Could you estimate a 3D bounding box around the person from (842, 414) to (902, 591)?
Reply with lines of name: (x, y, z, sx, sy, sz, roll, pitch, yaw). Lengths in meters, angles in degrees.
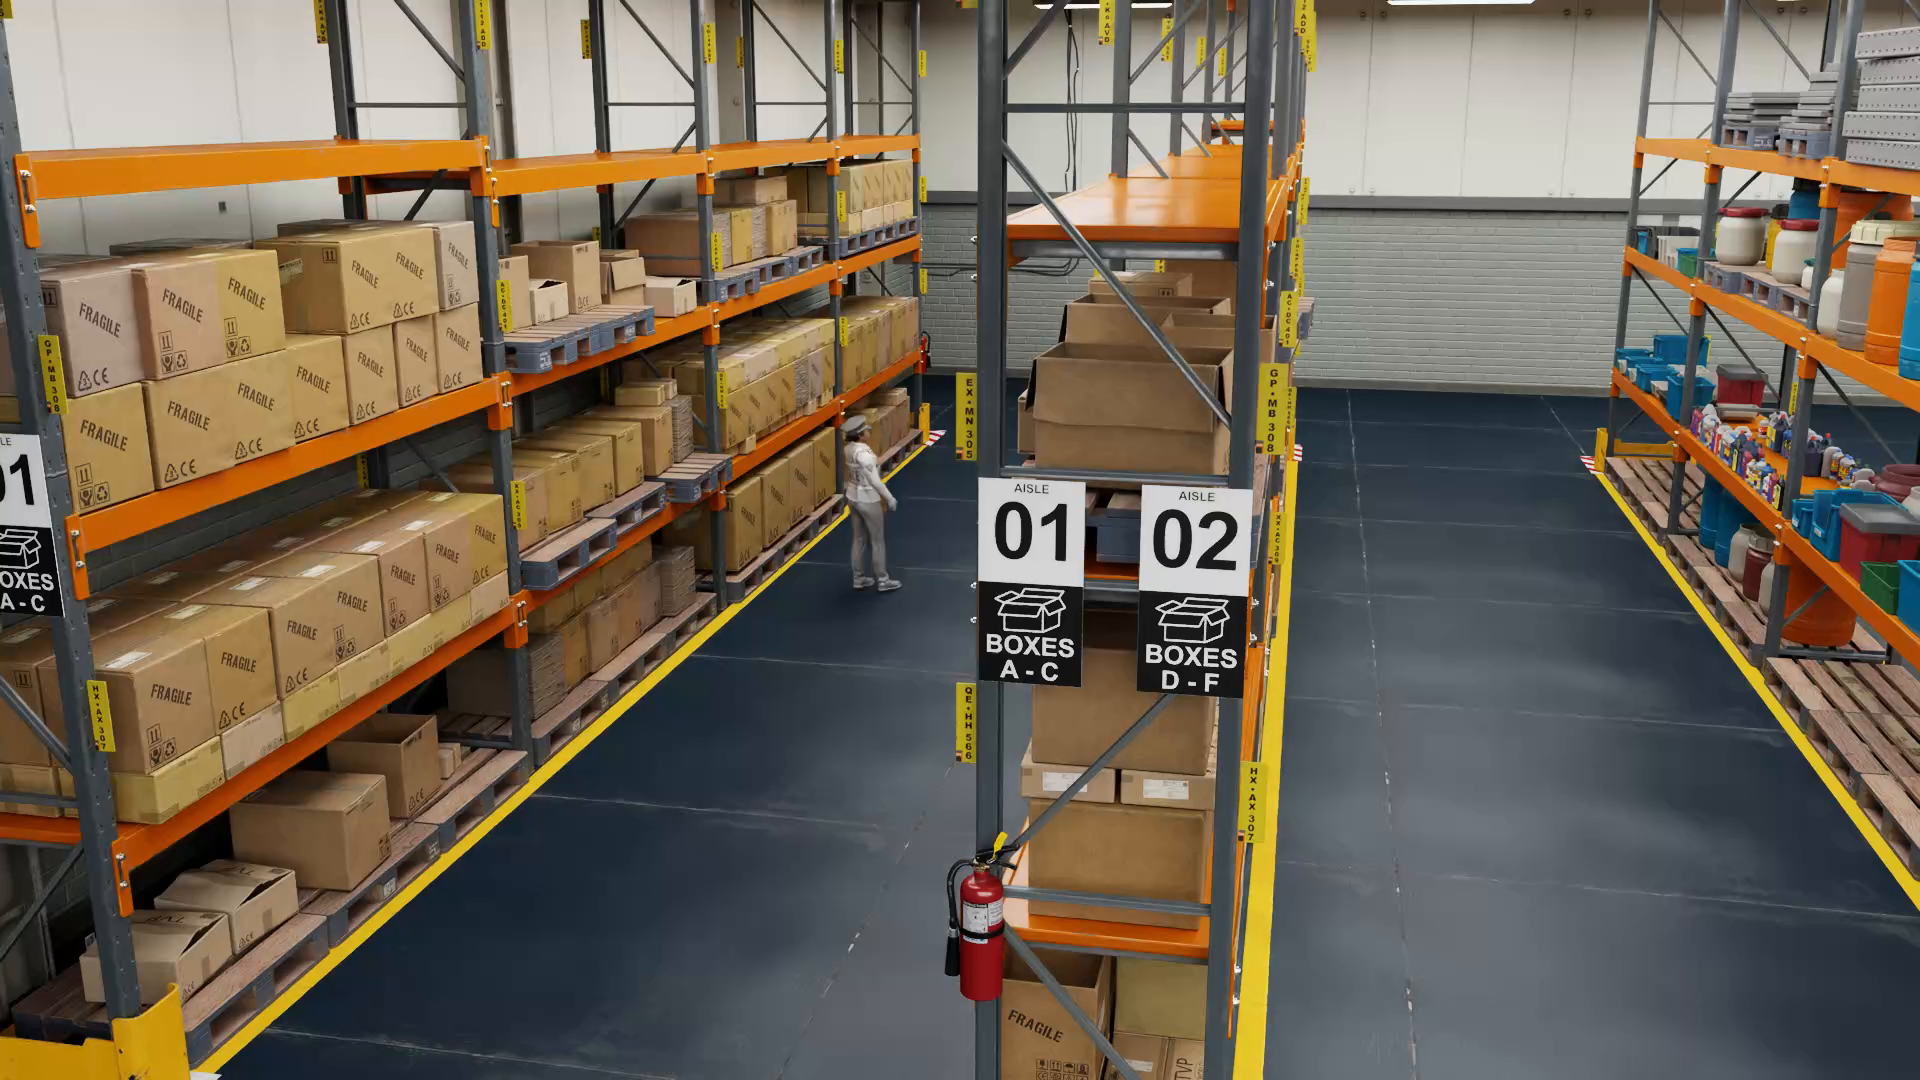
person: (-0.864, -0.364, 15.782, 0.530, 1.699, 0.494, -9, 17, -31)
